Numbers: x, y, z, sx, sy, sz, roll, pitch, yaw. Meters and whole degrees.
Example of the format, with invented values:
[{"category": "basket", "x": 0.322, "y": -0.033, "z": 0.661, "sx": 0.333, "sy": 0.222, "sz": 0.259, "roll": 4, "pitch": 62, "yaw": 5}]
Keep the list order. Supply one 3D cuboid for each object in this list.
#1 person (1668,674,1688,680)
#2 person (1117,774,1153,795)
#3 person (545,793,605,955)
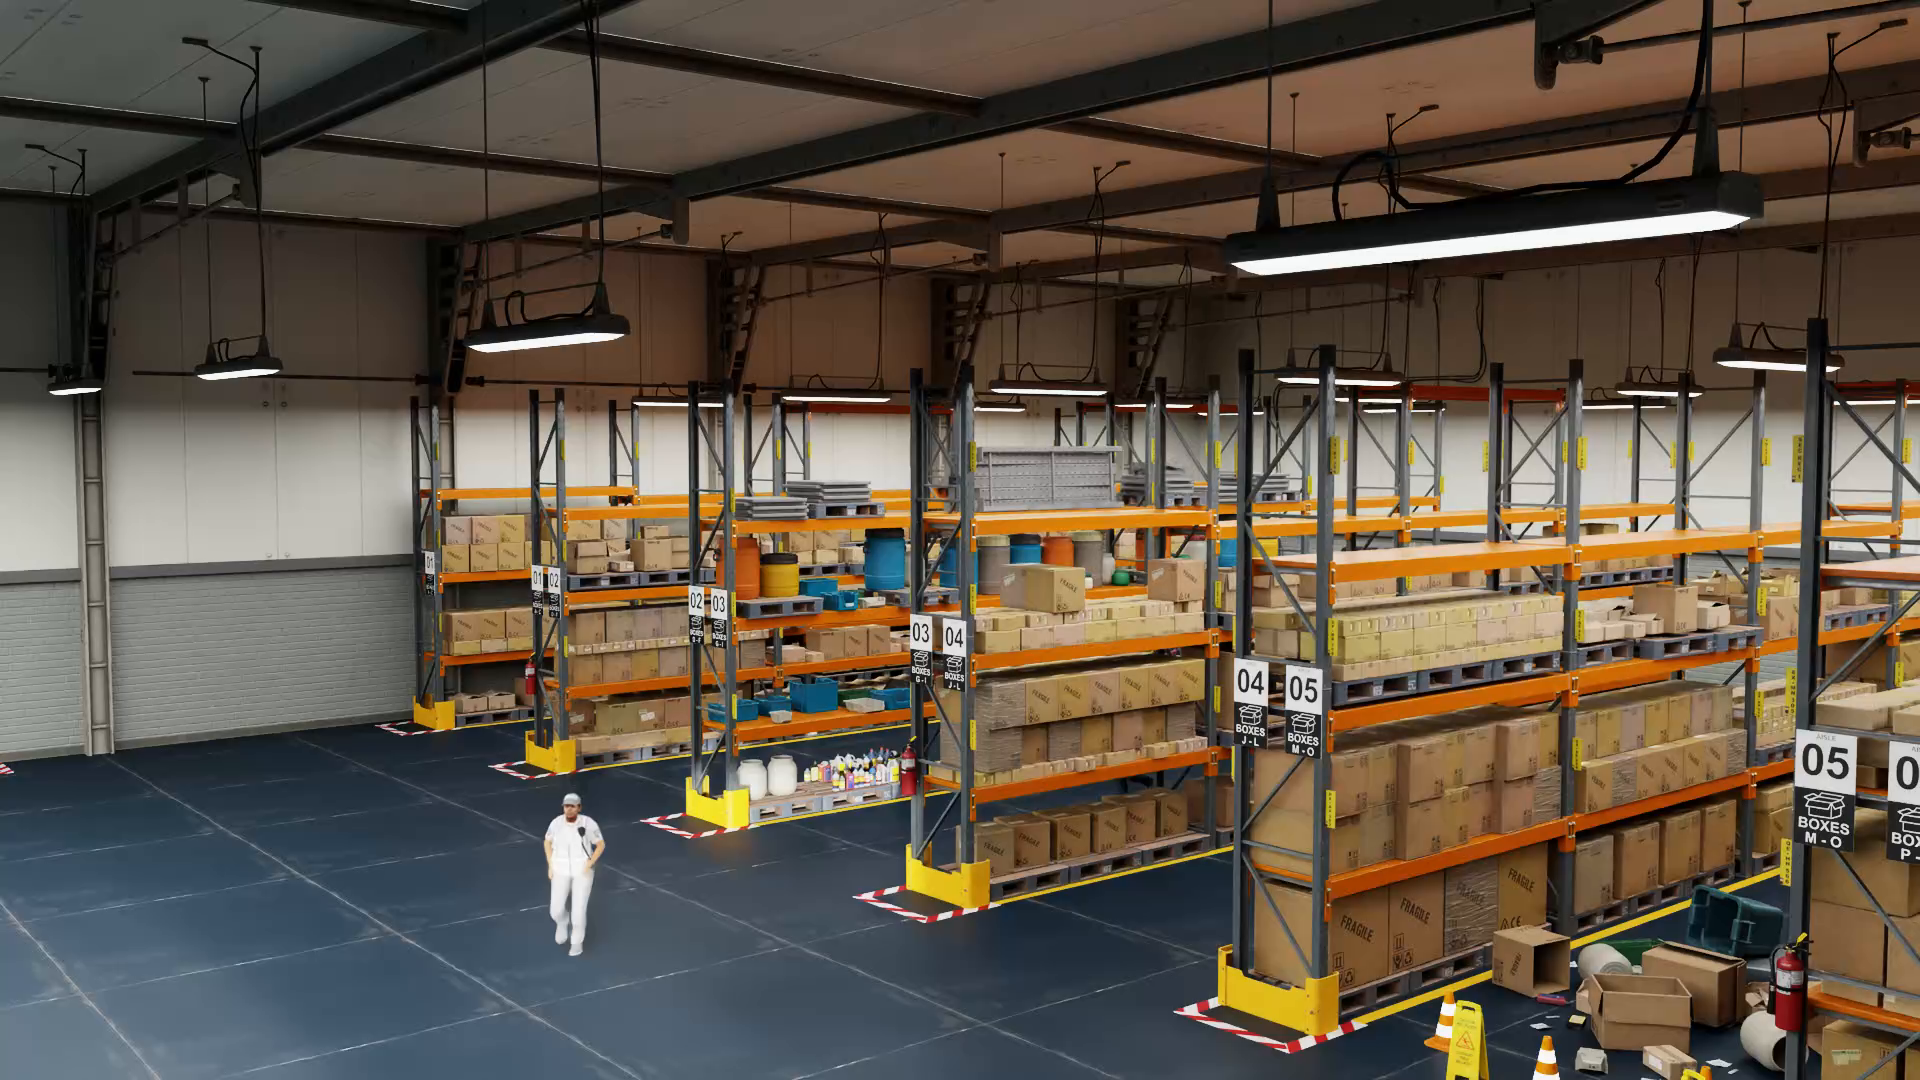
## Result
[{"category": "person", "x": 12.909, "y": 2.579, "z": 30.136, "sx": 0.578, "sy": 1.635, "sz": 0.690, "roll": -1, "pitch": 4, "yaw": -20}, {"category": "person", "x": 2.431, "y": 3.006, "z": 23.412, "sx": 0.790, "sy": 1.589, "sz": 0.541, "roll": -3, "pitch": 5, "yaw": -43}, {"category": "person", "x": -3.900, "y": 3.364, "z": 16.803, "sx": 0.618, "sy": 1.635, "sz": 0.547, "roll": 0, "pitch": 3, "yaw": -5}]
